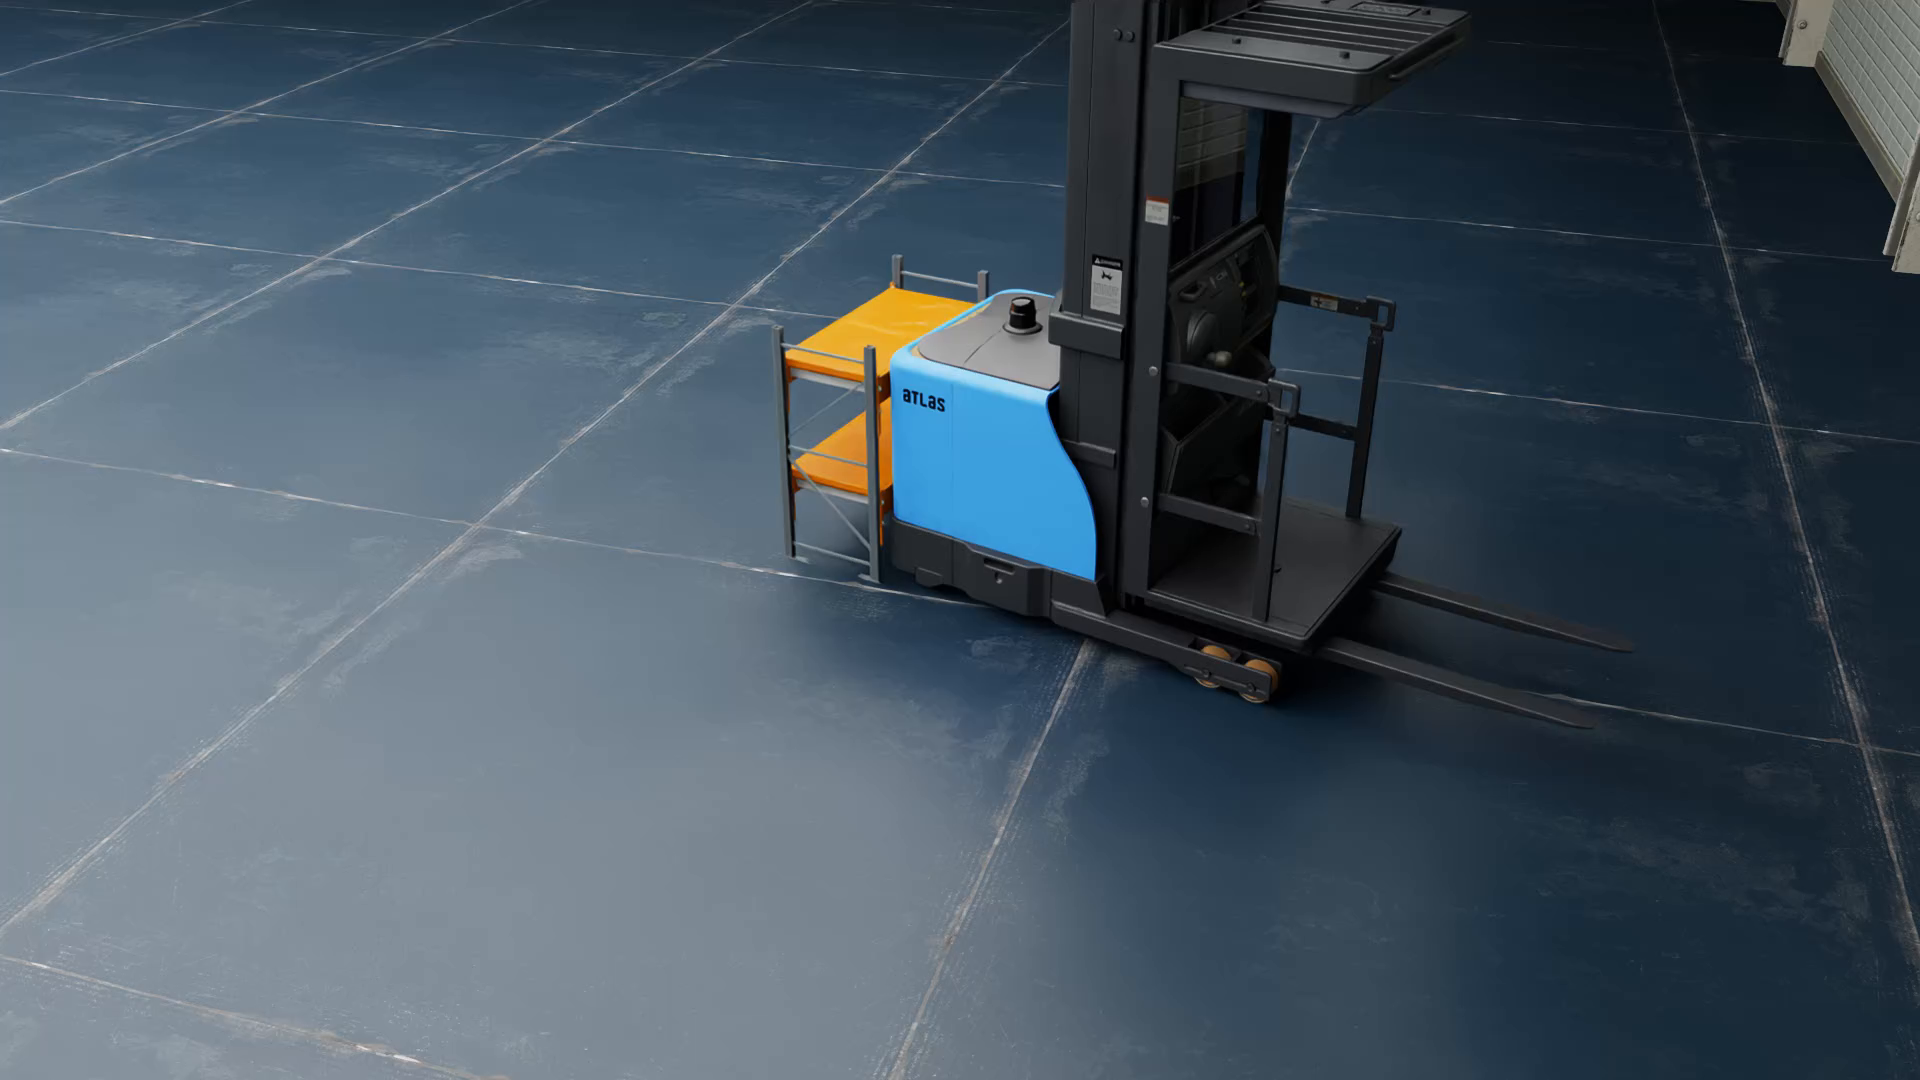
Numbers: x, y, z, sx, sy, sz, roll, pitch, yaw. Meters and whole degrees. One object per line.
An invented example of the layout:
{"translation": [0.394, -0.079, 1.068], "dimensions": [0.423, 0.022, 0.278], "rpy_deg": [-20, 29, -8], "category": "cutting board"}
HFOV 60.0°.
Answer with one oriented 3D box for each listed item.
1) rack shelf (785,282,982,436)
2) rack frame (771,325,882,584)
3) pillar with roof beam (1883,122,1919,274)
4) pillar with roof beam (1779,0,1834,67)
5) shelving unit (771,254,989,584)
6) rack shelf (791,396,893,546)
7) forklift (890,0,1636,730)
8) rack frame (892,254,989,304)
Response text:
{"translation": [-0.334, -0.835, 7.492], "dimensions": [0.538, 0.278, 1.000], "rpy_deg": [15, 32, 24], "category": "rack shelf"}
{"translation": [-0.574, -0.362, 7.243], "dimensions": [0.500, 1.125, 0.032], "rpy_deg": [15, 32, 24], "category": "rack frame"}
{"translation": [2.218, -6.380, 9.963], "dimensions": [9.100, 9.000, 0.400], "rpy_deg": [8, 30, 15], "category": "pillar with roof beam"}
{"translation": [3.979, -9.169, 14.975], "dimensions": [9.100, 9.000, 0.400], "rpy_deg": [8, 30, 15], "category": "pillar with roof beam"}
{"translation": [-0.334, -0.579, 7.634], "dimensions": [0.538, 1.125, 1.048], "rpy_deg": [15, 32, 24], "category": "shelving unit"}
{"translation": [-0.334, -0.365, 7.753], "dimensions": [0.538, 0.278, 1.000], "rpy_deg": [15, 32, 24], "category": "rack shelf"}
{"translation": [1.208, -0.931, 6.409], "dimensions": [3.031, 2.935, 1.130], "rpy_deg": [17, 33, 28], "category": "forklift"}
{"translation": [-0.093, -0.797, 8.025], "dimensions": [0.500, 1.125, 0.032], "rpy_deg": [15, 32, 24], "category": "rack frame"}
